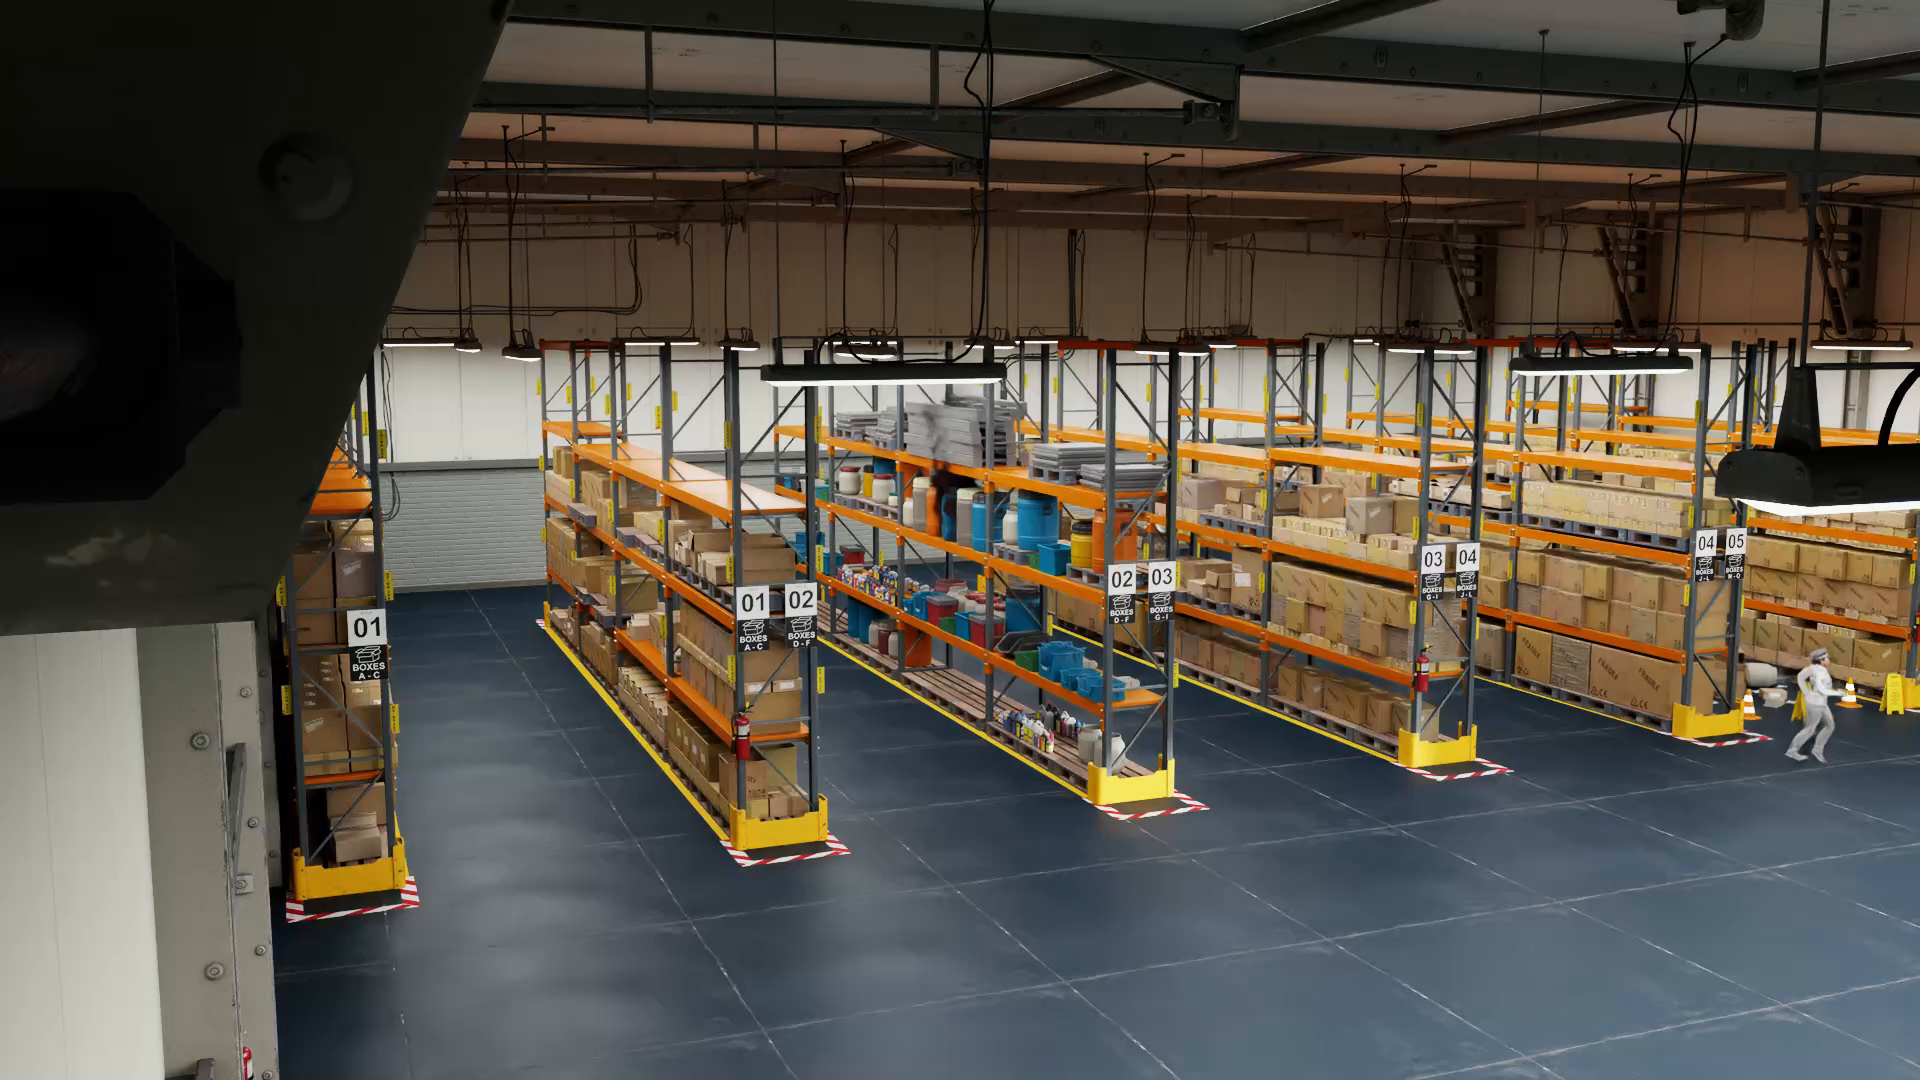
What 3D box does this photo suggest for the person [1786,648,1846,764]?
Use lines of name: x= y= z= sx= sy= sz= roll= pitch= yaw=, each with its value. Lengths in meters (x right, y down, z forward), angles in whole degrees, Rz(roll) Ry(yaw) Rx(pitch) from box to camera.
person: x=12.338 y=2.403 z=23.950 sx=0.719 sy=1.740 sz=0.602 roll=3 pitch=8 yaw=23

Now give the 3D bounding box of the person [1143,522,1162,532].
person: x=4.711 y=0.117 z=41.468 sx=0.621 sy=1.672 sz=0.854 roll=-6 pitch=10 yaw=-41
